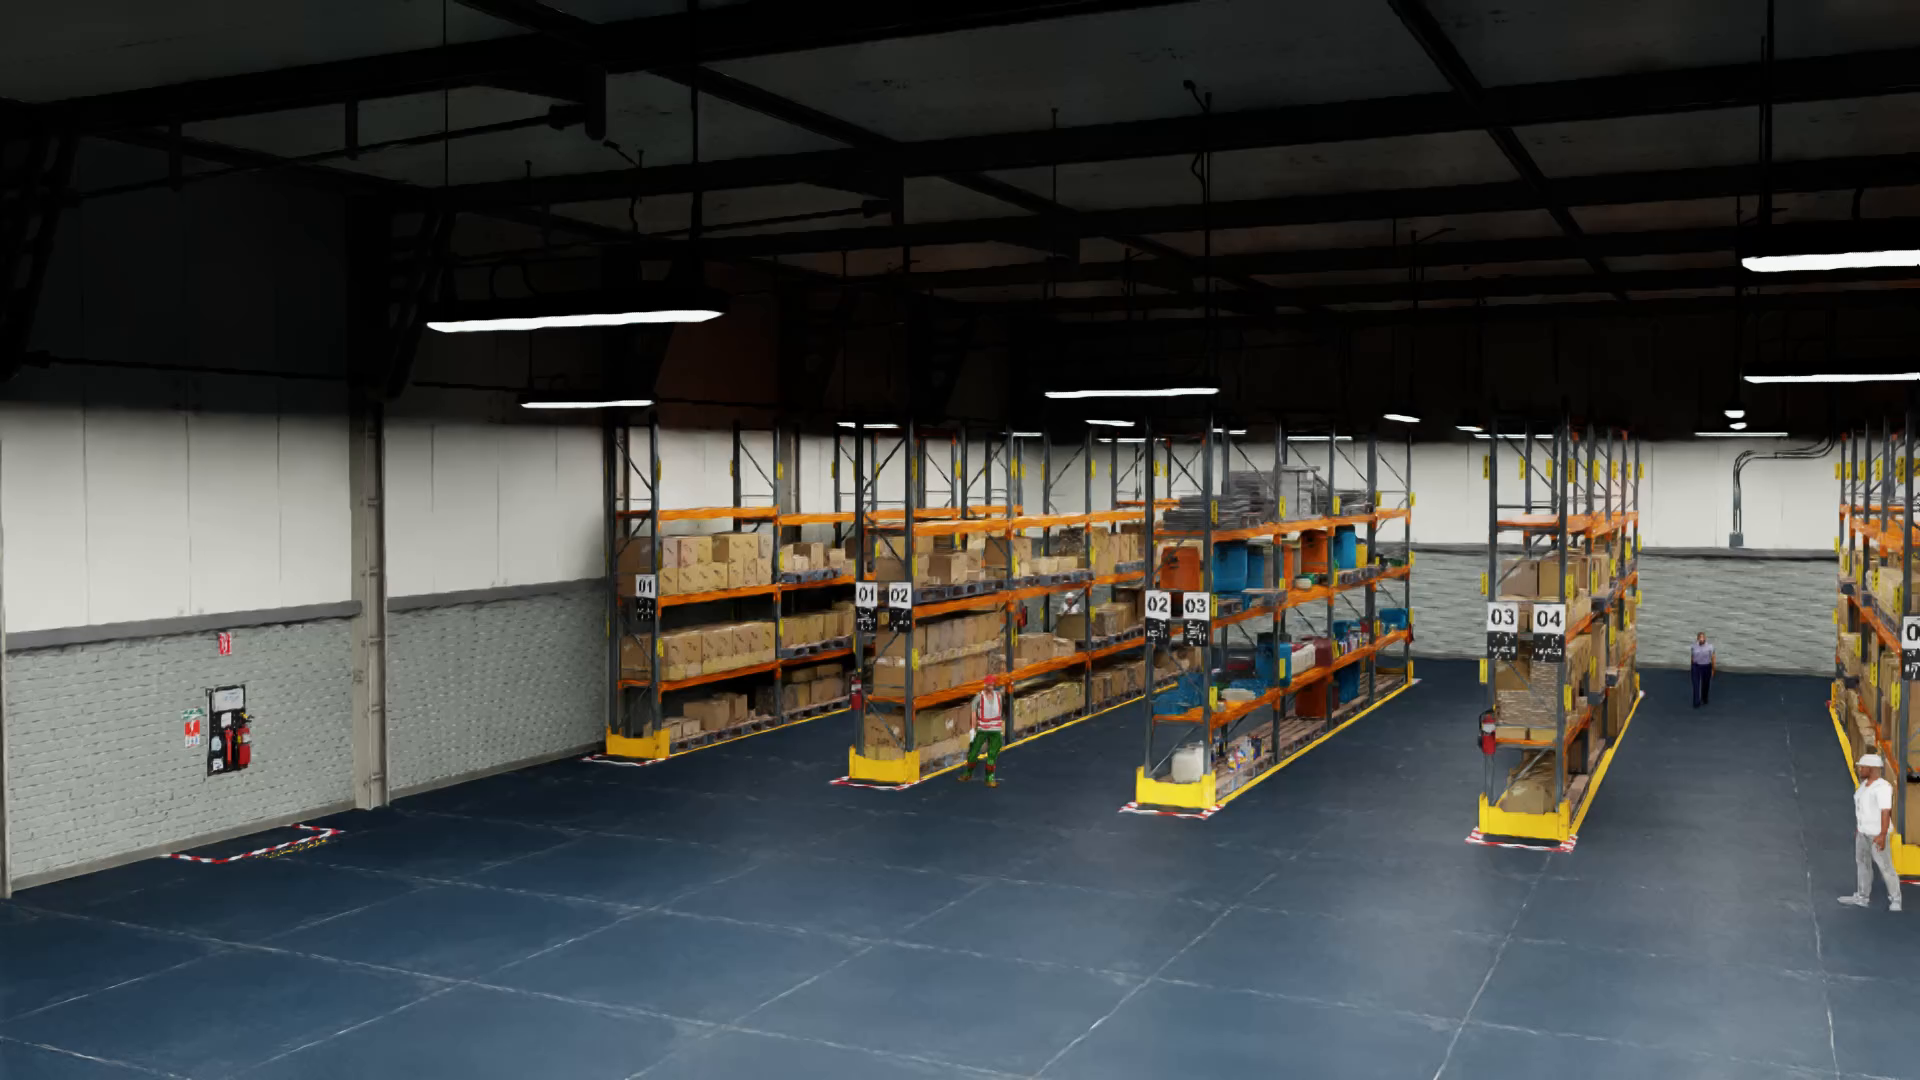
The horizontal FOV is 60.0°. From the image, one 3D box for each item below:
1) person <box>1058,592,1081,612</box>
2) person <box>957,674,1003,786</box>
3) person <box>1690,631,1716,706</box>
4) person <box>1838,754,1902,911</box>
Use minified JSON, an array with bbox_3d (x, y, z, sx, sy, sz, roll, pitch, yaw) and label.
[{"bbox_3d":[2.988,2.252,44.955,0.683,1.713,0.837,0,2,9],"label":"person"},{"bbox_3d":[0.337,3.004,26.360,0.732,1.779,0.528,-1,2,-15],"label":"person"},{"bbox_3d":[15.756,2.726,35.263,0.493,1.576,1.000,1,3,24],"label":"person"},{"bbox_3d":[10.440,3.324,19.004,0.555,1.768,0.672,0,2,4],"label":"person"}]
